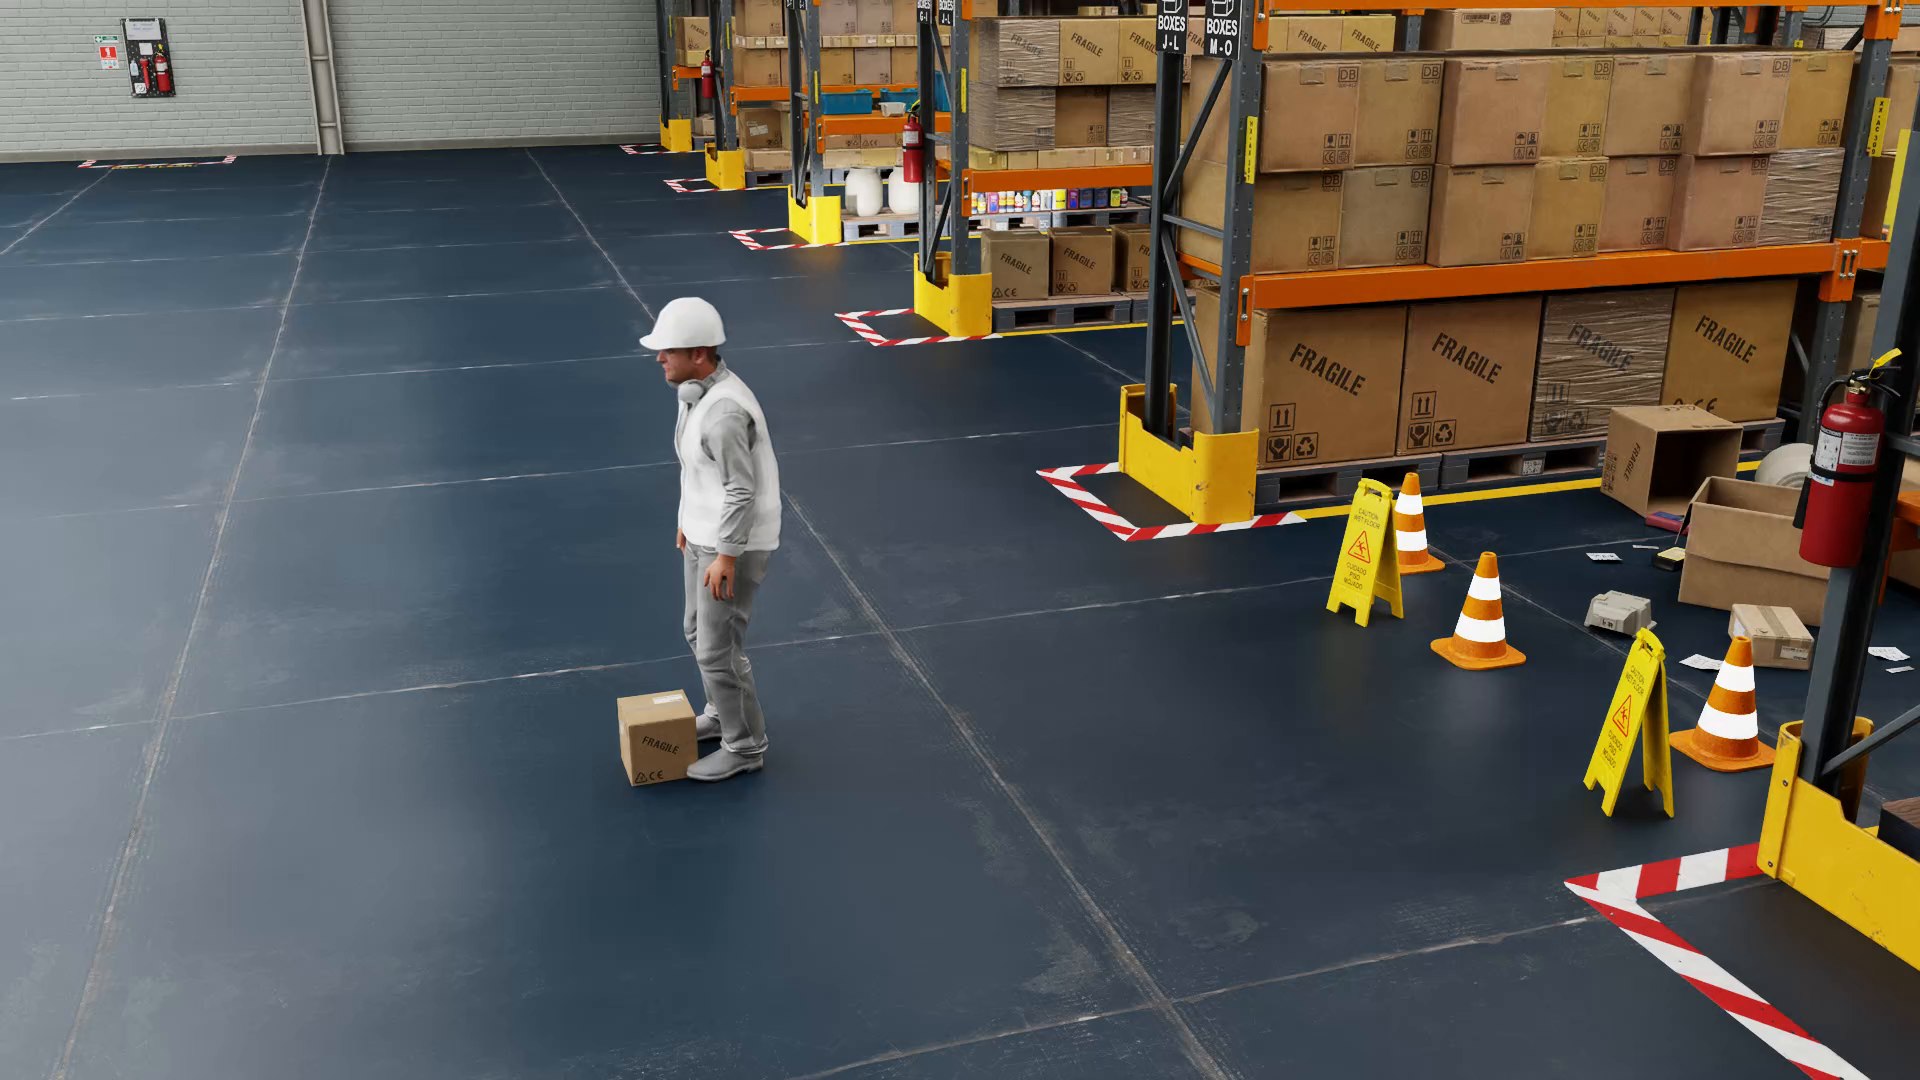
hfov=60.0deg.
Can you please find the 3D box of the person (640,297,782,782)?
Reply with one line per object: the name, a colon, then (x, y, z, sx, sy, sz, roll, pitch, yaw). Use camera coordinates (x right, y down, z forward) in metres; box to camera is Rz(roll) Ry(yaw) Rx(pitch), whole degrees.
person: (-0.888, -0.008, 6.047, 0.462, 1.772, 0.589, -7, 20, -19)
